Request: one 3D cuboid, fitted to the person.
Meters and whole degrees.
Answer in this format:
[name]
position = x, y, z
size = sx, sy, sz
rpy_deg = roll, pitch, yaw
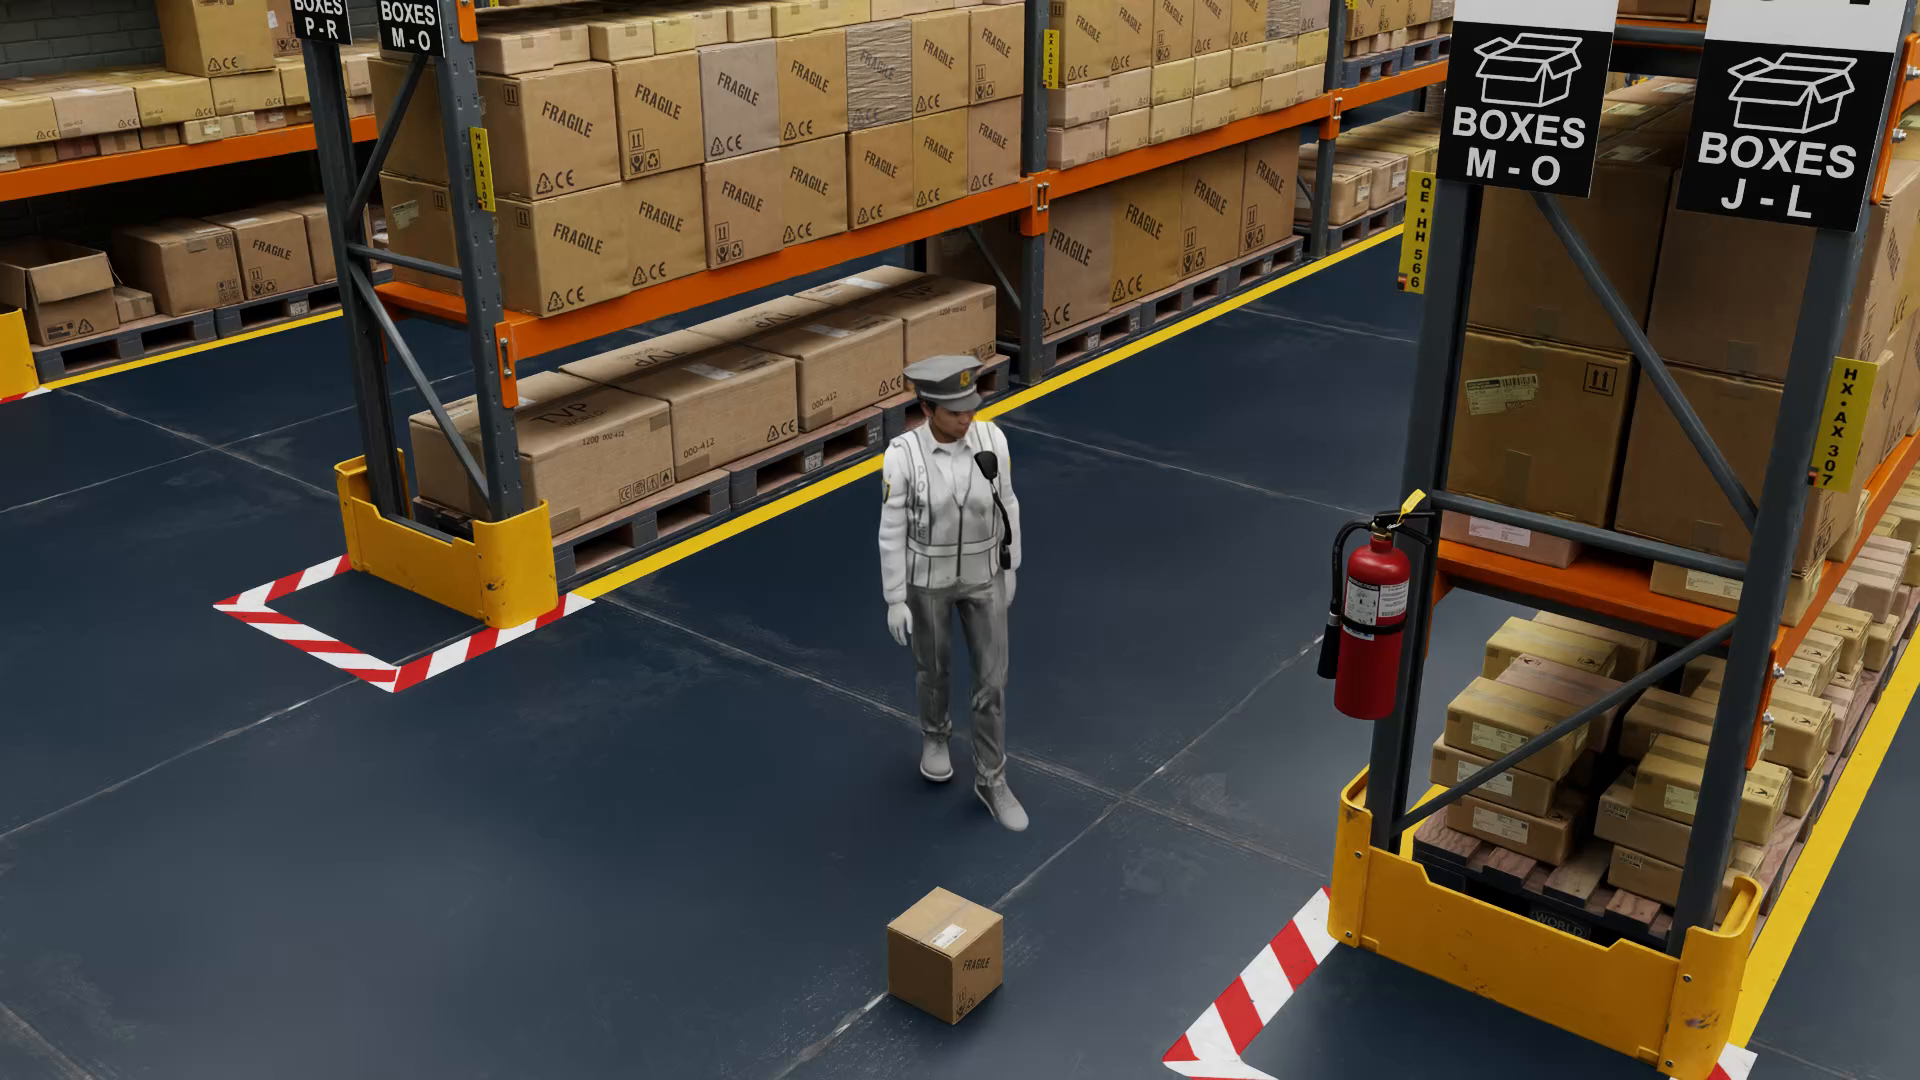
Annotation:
[person]
position = -0.030, 0.167, 5.740
size = 0.509, 1.697, 0.595
rpy_deg = -4, 24, -9
